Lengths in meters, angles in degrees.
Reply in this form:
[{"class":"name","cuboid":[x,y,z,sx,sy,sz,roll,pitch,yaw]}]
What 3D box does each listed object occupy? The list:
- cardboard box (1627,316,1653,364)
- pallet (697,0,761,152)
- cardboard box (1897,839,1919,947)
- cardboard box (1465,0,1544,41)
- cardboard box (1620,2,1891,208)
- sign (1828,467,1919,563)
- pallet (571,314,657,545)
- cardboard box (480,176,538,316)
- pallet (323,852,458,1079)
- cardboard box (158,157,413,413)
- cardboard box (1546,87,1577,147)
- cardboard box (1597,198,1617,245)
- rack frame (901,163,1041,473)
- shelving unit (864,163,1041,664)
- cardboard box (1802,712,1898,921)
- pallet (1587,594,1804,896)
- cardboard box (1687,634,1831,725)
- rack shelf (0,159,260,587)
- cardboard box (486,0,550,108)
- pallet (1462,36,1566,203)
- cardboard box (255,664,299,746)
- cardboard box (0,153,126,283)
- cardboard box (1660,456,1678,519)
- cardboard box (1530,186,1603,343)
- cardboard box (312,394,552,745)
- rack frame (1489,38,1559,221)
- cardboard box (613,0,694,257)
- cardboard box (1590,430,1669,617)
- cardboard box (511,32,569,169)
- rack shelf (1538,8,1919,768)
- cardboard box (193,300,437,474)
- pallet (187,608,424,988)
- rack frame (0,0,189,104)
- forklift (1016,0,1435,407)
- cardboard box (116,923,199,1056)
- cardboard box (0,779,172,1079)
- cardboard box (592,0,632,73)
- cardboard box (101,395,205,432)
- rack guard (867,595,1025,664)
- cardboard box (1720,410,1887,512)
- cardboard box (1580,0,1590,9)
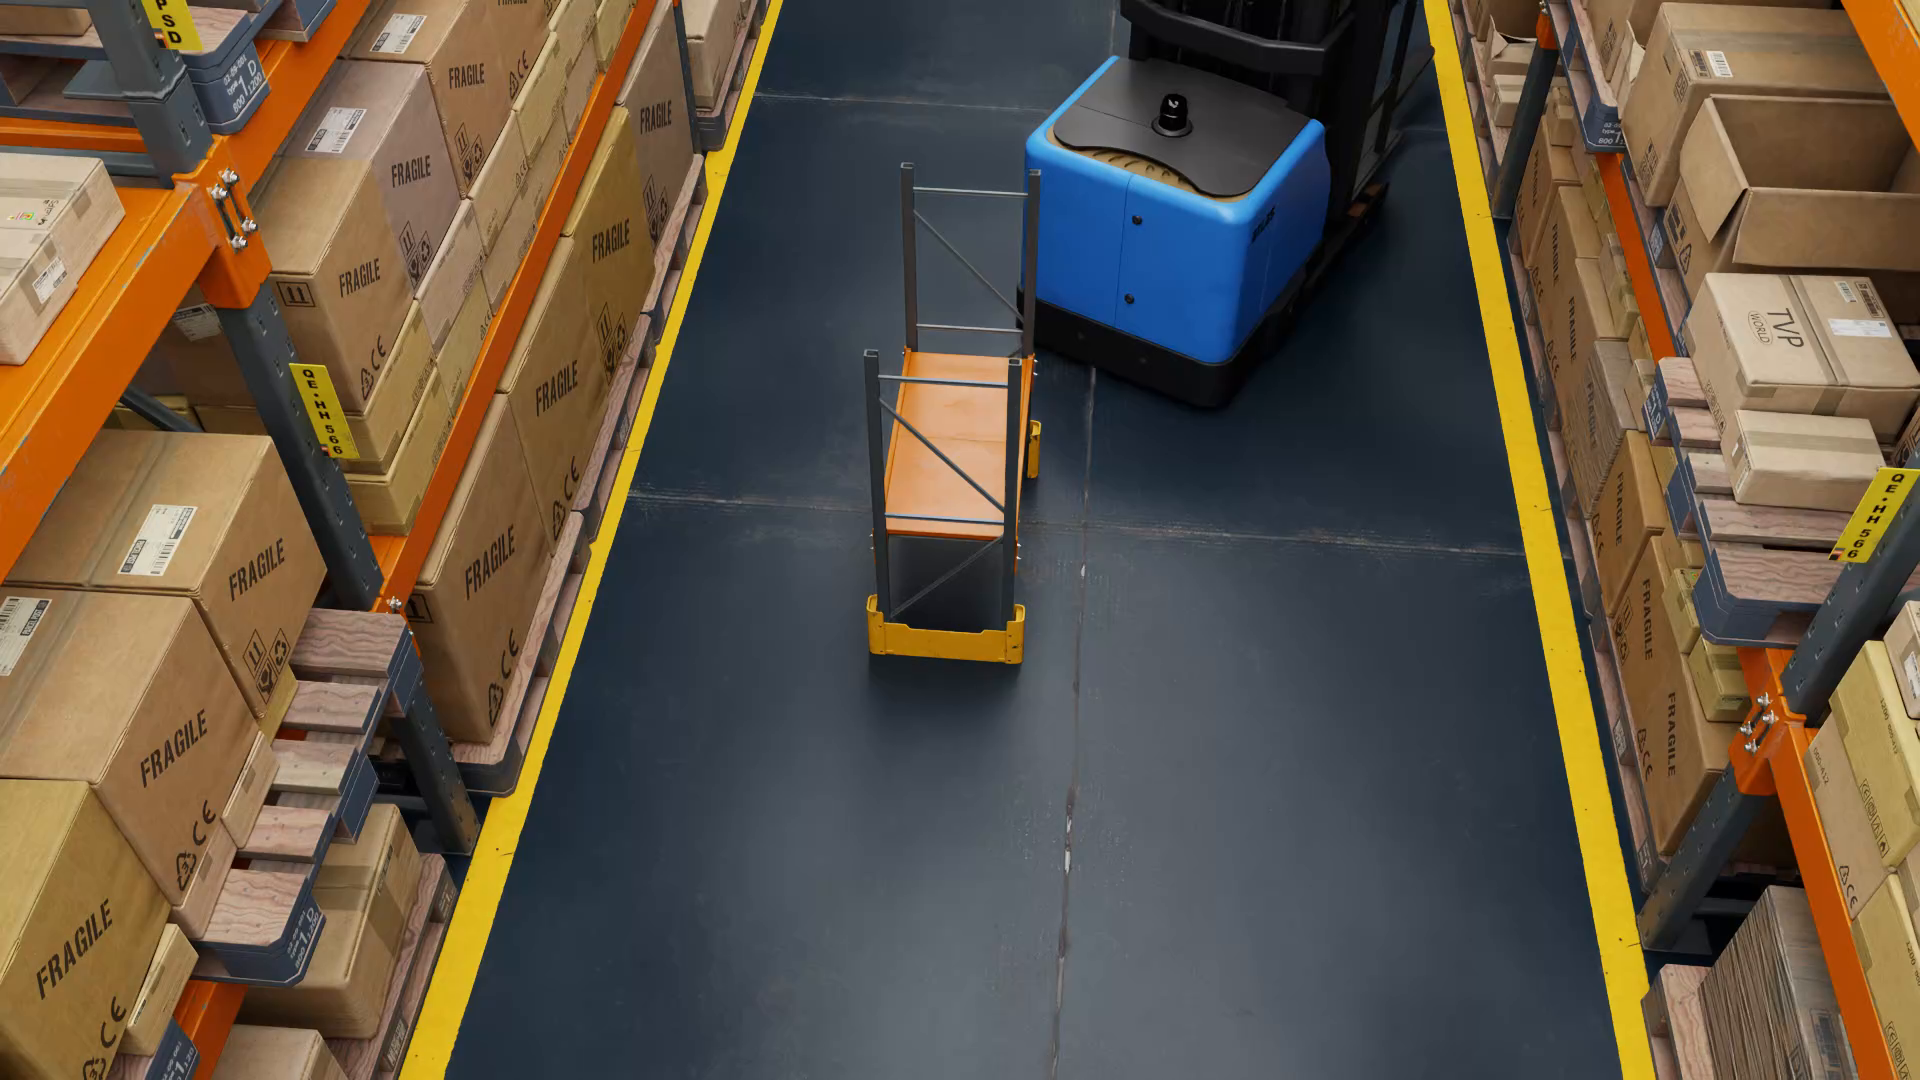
[{"class":"cardboard box","cuboid":[2.777,-0.710,6.336,0.380,0.149,0.250,4,48,4]},{"class":"pallet","cuboid":[-1.669,-2.546,8.936,1.003,0.211,1.213,4,48,4]},{"class":"cardboard box","cuboid":[2.432,0.896,3.660,0.500,0.250,0.500,5,48,5]},{"class":"cardboard box","cuboid":[3.130,-3.009,8.878,0.700,0.500,0.500,2,48,2]},{"class":"cardboard box","cuboid":[2.741,-1.480,5.719,0.700,0.500,0.500,4,48,3]},{"class":"sign","cuboid":[2.221,-0.057,4.038,0.100,0.325,0.005,4,48,4]},{"class":"pallet","cuboid":[-1.920,-0.522,7.084,1.003,0.211,1.213,4,48,4]},{"class":"cardboard box","cuboid":[-1.803,-1.050,5.779,0.500,0.250,0.500,5,48,5]},{"class":"pallet","cuboid":[-2.254,1.521,5.216,1.003,0.211,1.213,4,48,4]},{"class":"cardboard box","cuboid":[-1.892,-0.711,4.623,0.500,0.500,0.500,2,48,2]},{"class":"cardboard box","cuboid":[2.829,-1.874,7.401,0.380,0.149,0.250,6,48,5]},{"class":"cardboard box","cuboid":[2.858,-1.273,6.852,0.380,0.149,0.250,3,48,3]},{"class":"rack frame","cuboid":[0.039,-0.817,6.481,0.500,1.500,0.032,4,48,4]},{"class":"shelving unit","cuboid":[-0.007,-0.450,6.145,0.587,1.500,1.083,4,48,4]},{"class":"cardboard box","cuboid":[2.479,0.697,4.181,0.500,0.250,0.500,4,48,4]},{"class":"pallet","cuboid":[2.868,0.732,5.938,1.003,0.211,1.213,4,48,4]},{"class":"cardboard box","cuboid":[2.555,0.440,5.285,0.380,0.149,0.250,2,48,2]},{"class":"rack shelf","cuboid":[-2.363,0.706,2.526,1.077,0.370,4.000,4,48,4]},{"class":"cardboard box","cuboid":[-1.745,-1.826,5.642,0.500,0.500,0.500,5,48,4]},{"class":"pallet","cuboid":[3.191,-2.166,8.588,1.003,0.211,1.213,4,48,4]},{"class":"cardboard box","cuboid":[-1.929,0.407,4.230,0.380,0.149,0.250,5,48,4]},{"class":"cardboard box","cuboid":[-2.001,-0.676,3.473,0.380,0.149,0.250,4,48,4]},{"class":"cardboard box","cuboid":[2.686,-0.144,5.819,0.380,0.149,0.250,5,48,5]},{"class":"cardboard box","cuboid":[2.820,-1.168,7.195,0.500,0.500,0.500,3,48,3]},{"class":"cardboard box","cuboid":[-2.035,0.079,5.800,0.875,0.875,0.875,3,48,3]},{"class":"rack frame","cuboid":[3.127,-2.603,7.098,1.000,3.000,0.127,4,48,4]},{"class":"cardboard box","cuboid":[-1.793,-1.897,7.608,0.875,0.875,0.875,5,48,5]},{"class":"cardboard box","cuboid":[2.688,-0.038,6.162,0.500,0.500,0.500,6,48,5]},{"class":"cardboard box","cuboid":[-1.724,-1.585,5.930,0.500,0.250,0.500,5,48,4]},{"class":"rack shelf","cuboid":[2.945,-0.890,6.019,1.077,0.370,4.000,4,48,4]},{"class":"cardboard box","cuboid":[-1.889,-0.468,4.908,0.500,0.250,0.500,4,48,3]},{"class":"pallet","cuboid":[-2.140,0.601,4.297,1.213,0.211,1.003,4,48,4]},{"class":"rack frame","cuboid":[-2.181,-2.019,2.498,1.000,3.000,0.127,4,48,4]},{"class":"forklift","cuboid":[1.451,-2.638,7.176,1.130,2.935,3.031,24,52,21]},{"class":"cardboard box","cuboid":[-1.949,0.983,3.704,0.380,0.149,0.250,5,48,4]},{"class":"cardboard box","cuboid":[-2.027,0.834,3.400,0.500,0.500,0.500,1,48,1]},{"class":"cardboard box","cuboid":[-1.654,-2.162,6.797,0.500,0.250,0.500,3,48,3]},{"class":"cardboard box","cuboid":[-2.390,-0.485,4.924,0.500,0.250,0.500,4,48,3]},{"class":"rack guard","cuboid":[-0.052,0.338,6.272,0.587,0.250,0.087,4,48,4]},{"class":"cardboard box","cuboid":[2.440,-0.229,4.812,0.380,0.149,0.250,5,48,4]},{"class":"cardboard box","cuboid":[2.860,-2.438,6.594,0.700,0.500,0.500,5,48,5]}]
